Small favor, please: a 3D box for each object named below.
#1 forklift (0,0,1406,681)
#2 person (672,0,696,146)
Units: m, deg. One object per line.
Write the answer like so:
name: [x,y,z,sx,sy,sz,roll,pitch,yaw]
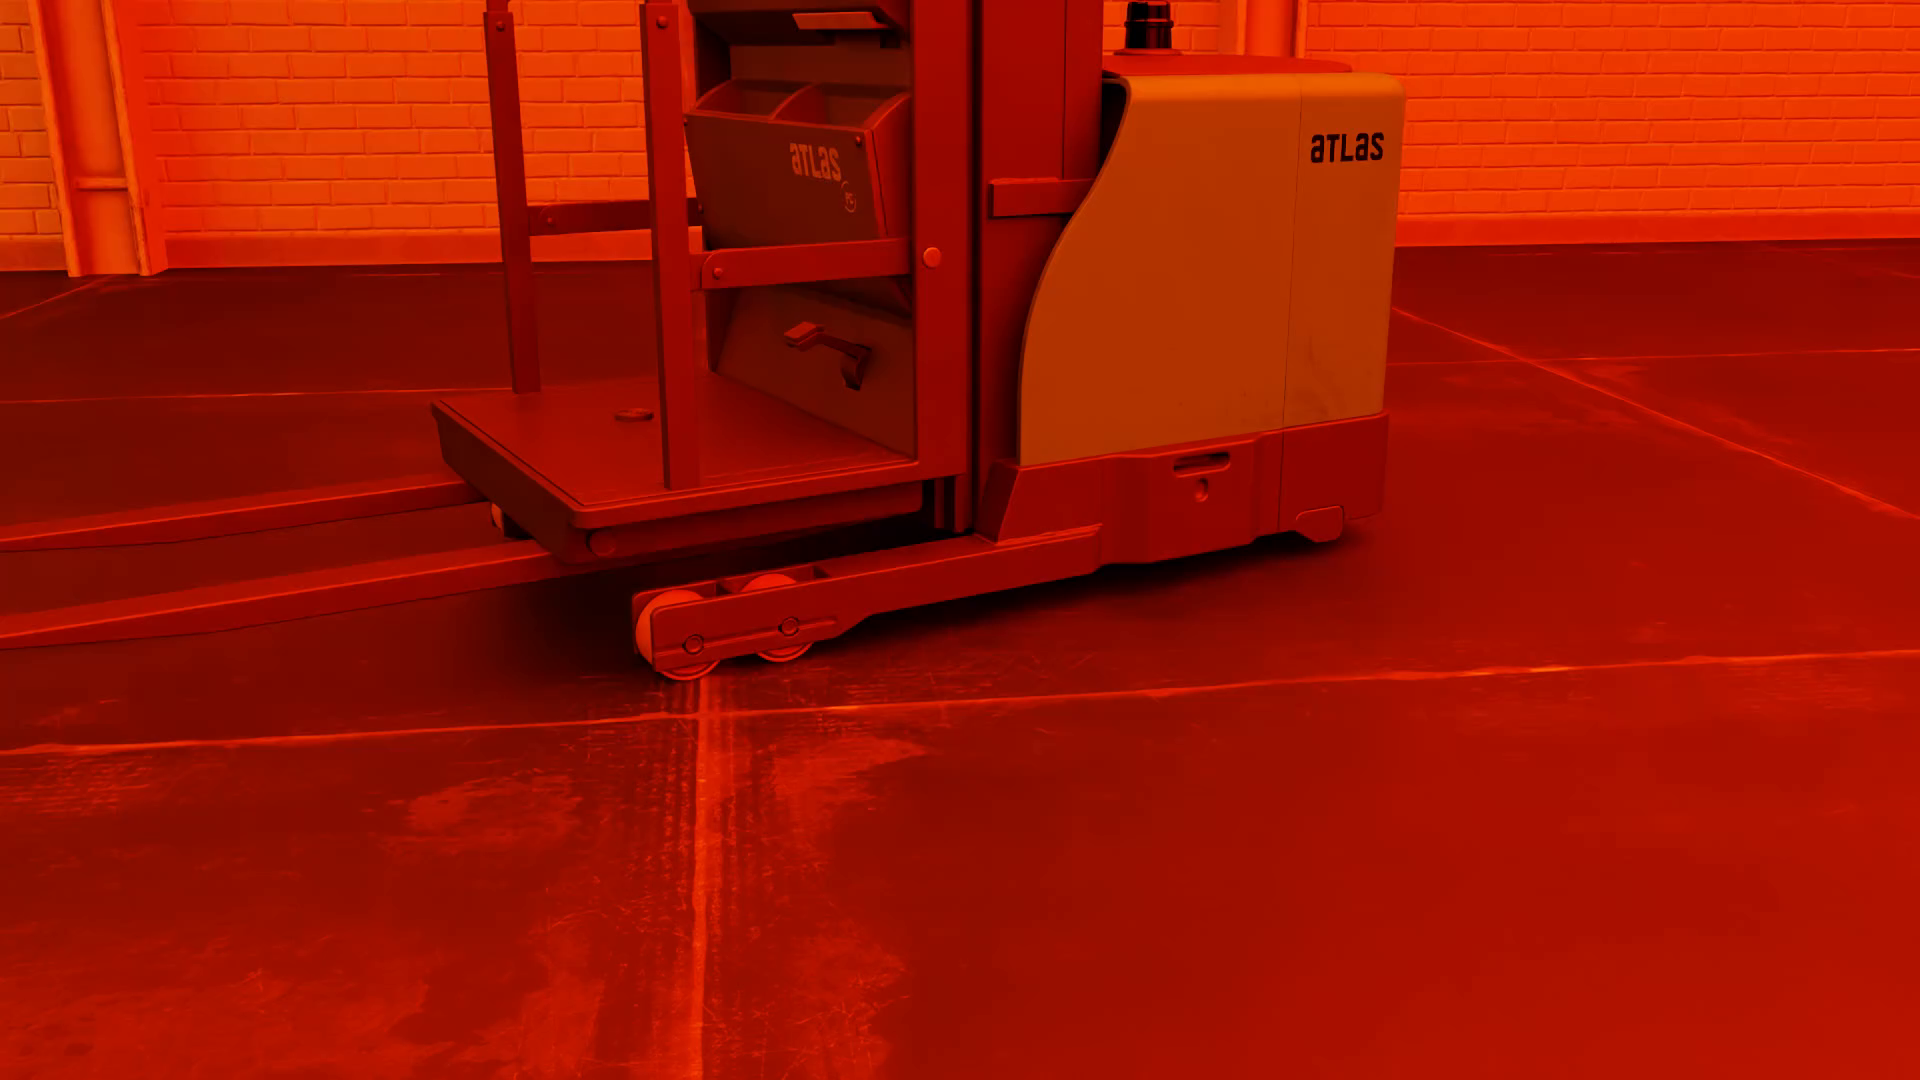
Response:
forklift: [-0.526,-1.315,3.251,3.031,2.935,1.130,-10,19,-29]
person: [-0.713,-1.344,5.634,0.475,1.597,0.521,-5,18,-17]
